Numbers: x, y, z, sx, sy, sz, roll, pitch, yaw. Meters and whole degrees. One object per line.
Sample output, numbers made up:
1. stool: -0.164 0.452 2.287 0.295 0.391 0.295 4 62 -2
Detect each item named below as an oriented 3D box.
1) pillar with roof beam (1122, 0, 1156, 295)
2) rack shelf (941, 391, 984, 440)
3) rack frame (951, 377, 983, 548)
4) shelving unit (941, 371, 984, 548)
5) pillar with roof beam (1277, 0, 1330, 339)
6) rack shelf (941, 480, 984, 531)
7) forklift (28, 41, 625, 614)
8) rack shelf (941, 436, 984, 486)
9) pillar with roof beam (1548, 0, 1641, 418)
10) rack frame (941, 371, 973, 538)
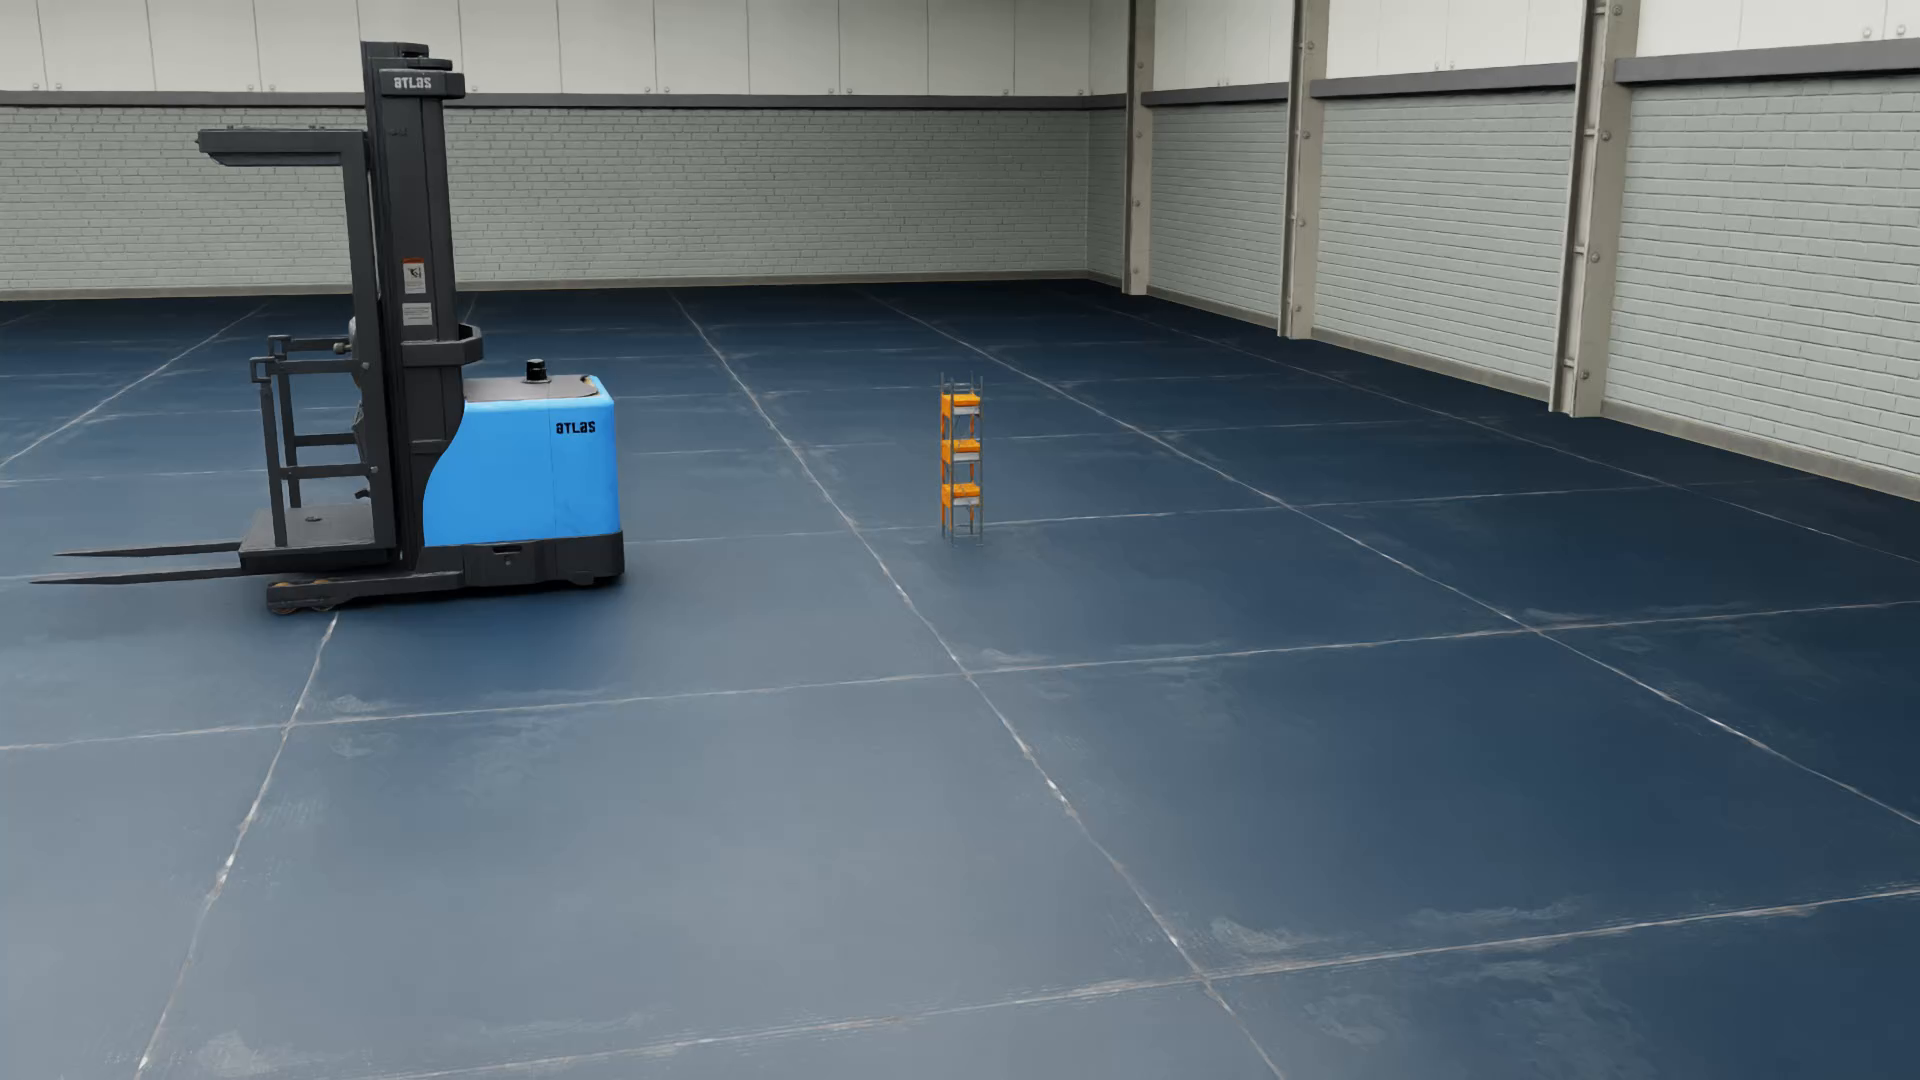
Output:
1. pillar with roof beam: -1.398 -8.053 24.429 9.100 9.000 0.400 -3 14 -13
2. rack shelf: 0.013 -0.763 10.187 0.215 0.259 0.240 -3 14 -13
3. rack frame: 0.041 -0.470 10.137 0.200 1.050 0.008 -3 14 -13
4. shelving unit: 0.013 -0.498 10.252 0.215 1.050 0.252 -3 14 -13
5. pillar with roof beam: 0.011 -6.669 18.764 9.100 9.000 0.400 -3 14 -13
6. rack shelf: 0.013 -0.217 10.320 0.215 0.259 0.240 -3 14 -13
7. forklift: -3.470 -1.170 9.042 3.031 2.935 1.130 -4 14 -17
8. rack shelf: 0.013 -0.487 10.254 0.215 0.259 0.240 -3 14 -13
9. pillar with roof beam: 1.420 -5.285 13.098 9.100 9.000 0.400 -3 14 -13
10. rack frame: -0.016 -0.526 10.367 0.200 1.050 0.008 -3 14 -13
